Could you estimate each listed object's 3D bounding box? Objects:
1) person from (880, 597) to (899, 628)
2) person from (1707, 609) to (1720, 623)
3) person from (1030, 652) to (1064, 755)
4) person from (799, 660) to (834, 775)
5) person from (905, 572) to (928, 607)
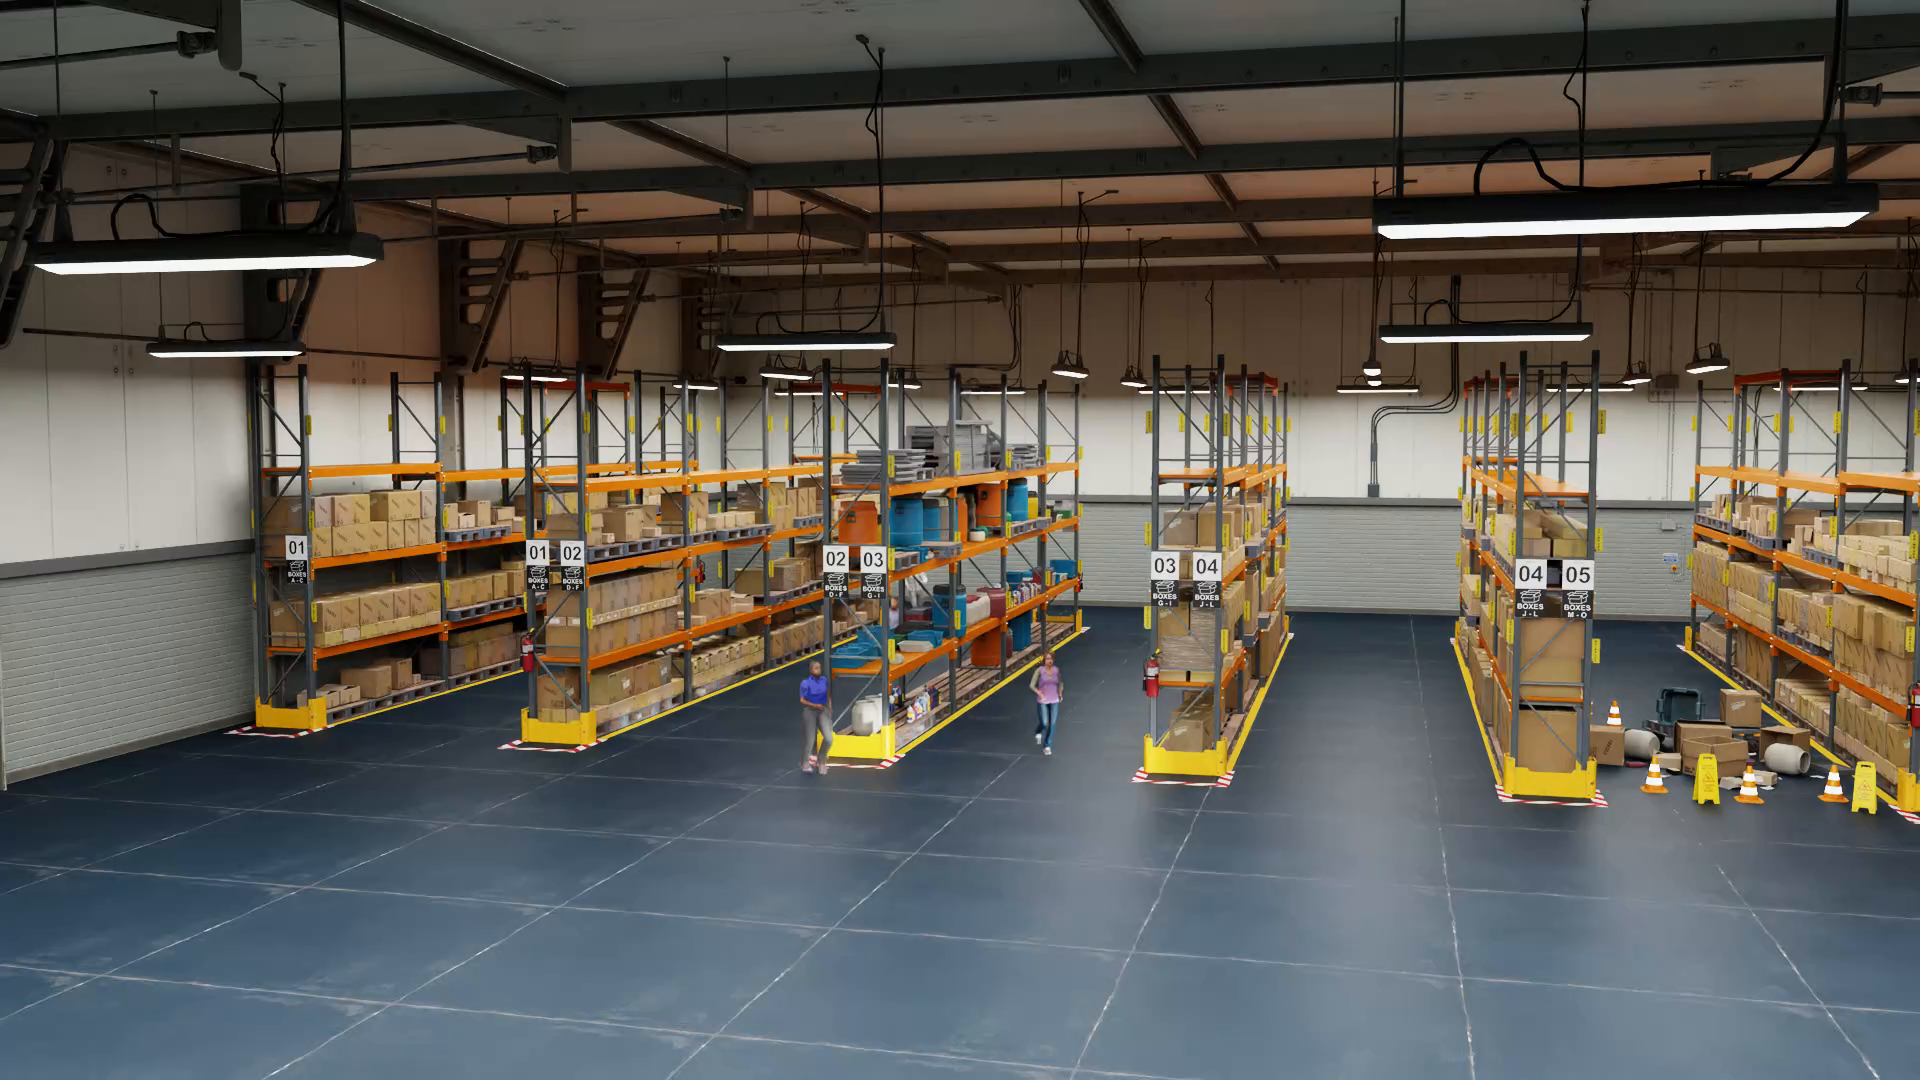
[{"bbox_3d":[-1.298,1.936,33.074,0.614,1.609,0.575,1,4,8],"label":"person"},{"bbox_3d":[17.325,1.525,38.051,0.753,1.741,0.751,-3,5,-40],"label":"person"},{"bbox_3d":[1.330,2.476,25.384,0.534,1.553,0.557,-1,4,-13],"label":"person"},{"bbox_3d":[-2.035,2.555,23.789,0.603,1.686,0.688,-3,5,-35],"label":"person"},{"bbox_3d":[-1.122,1.300,41.656,0.625,1.694,0.843,0,4,-5],"label":"person"}]
